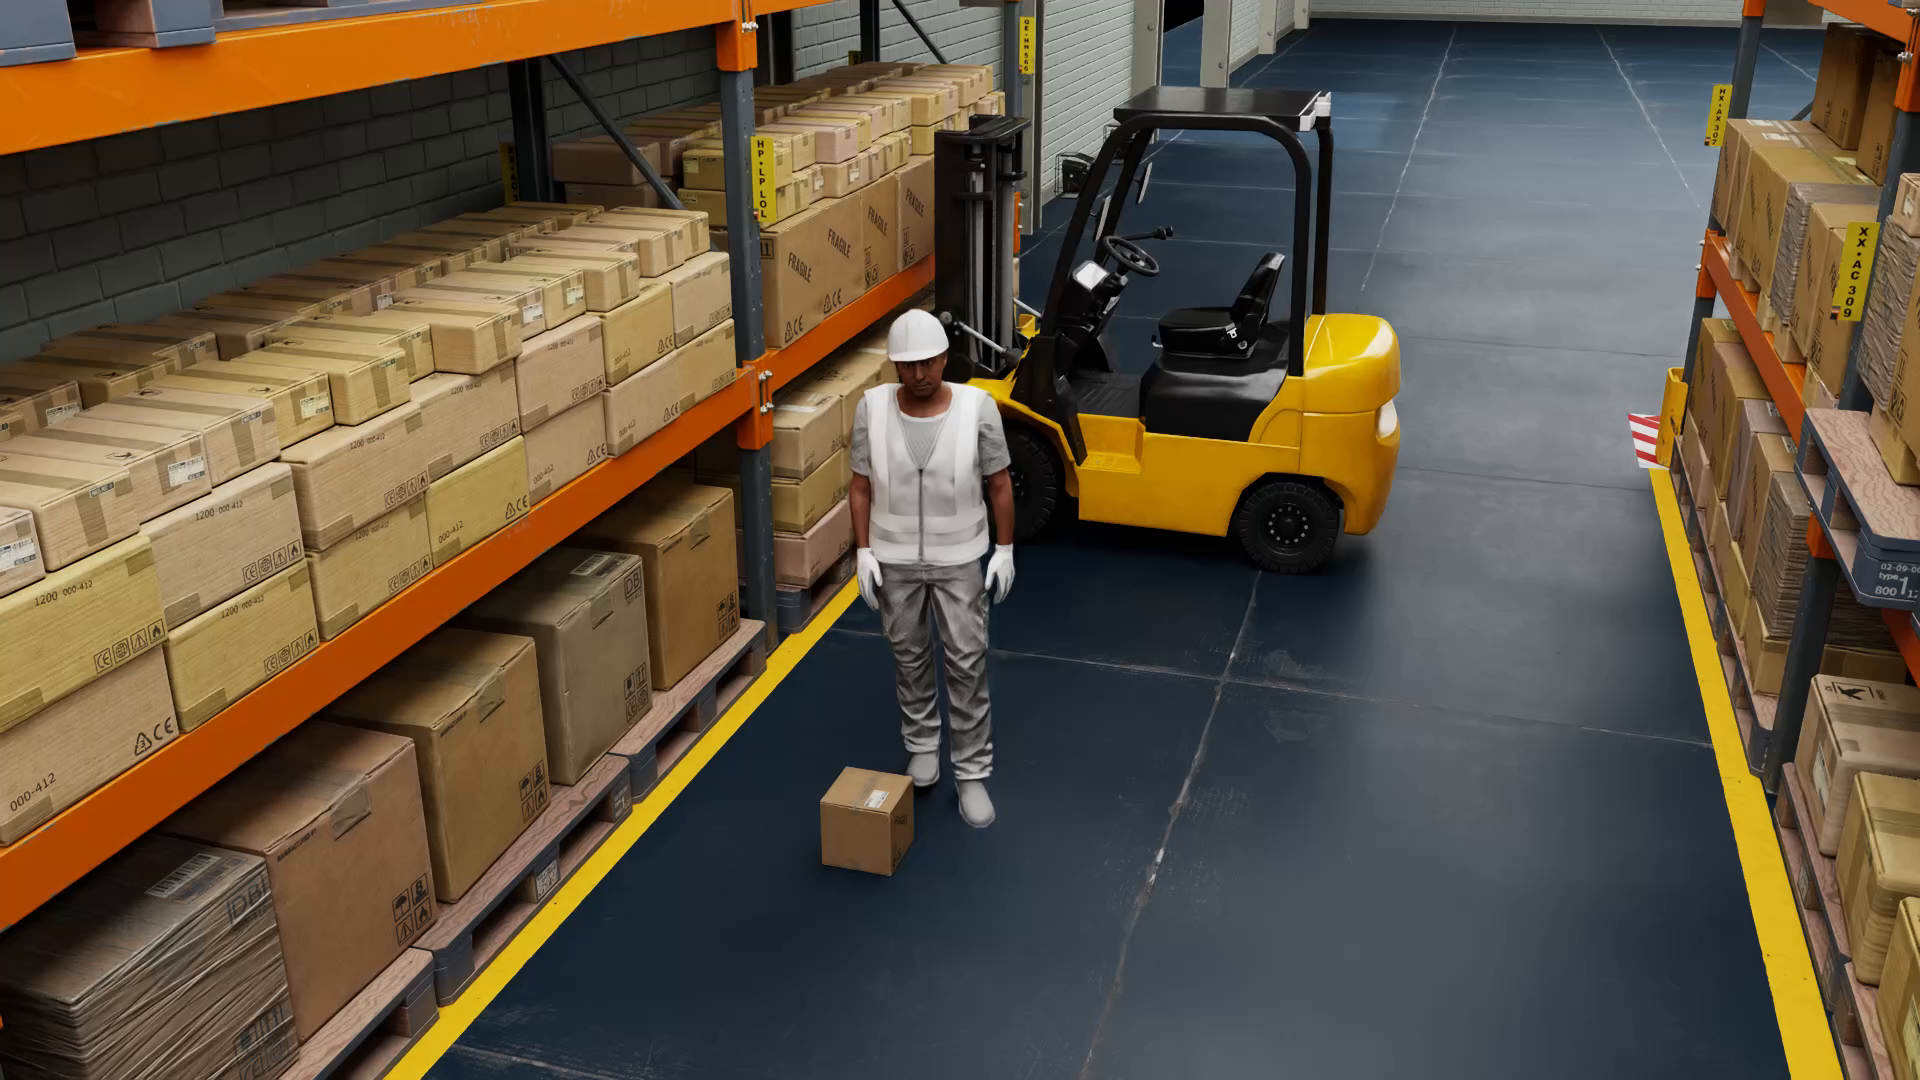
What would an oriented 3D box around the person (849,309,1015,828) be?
[{"bbox_3d":[-0.103,0.093,5.814,0.585,1.813,0.493,2,22,5],"label":"person"}]
